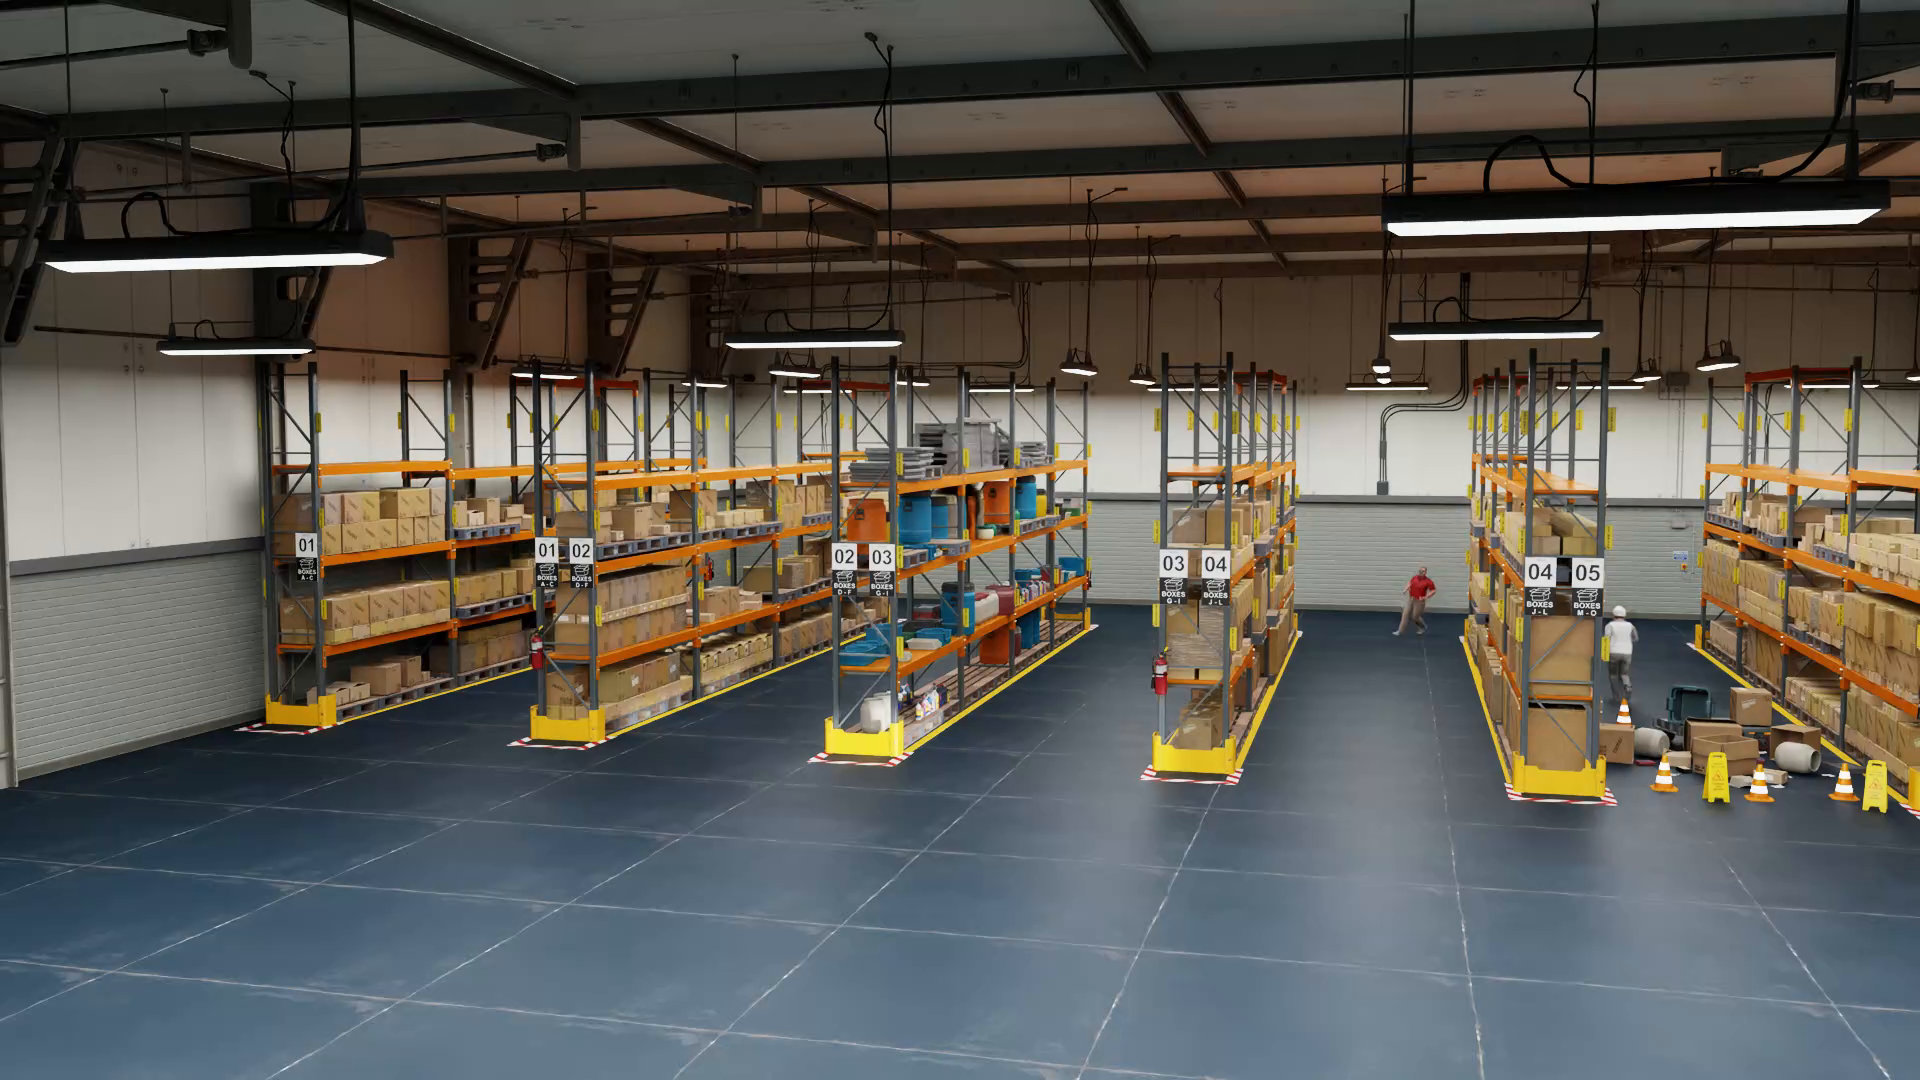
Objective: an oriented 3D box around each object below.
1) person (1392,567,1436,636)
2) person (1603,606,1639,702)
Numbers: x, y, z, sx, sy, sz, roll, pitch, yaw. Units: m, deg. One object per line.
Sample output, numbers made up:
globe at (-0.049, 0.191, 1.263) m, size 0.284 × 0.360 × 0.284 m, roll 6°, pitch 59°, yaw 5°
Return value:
person at (10.694, 1.429, 38.891) m, size 0.843 × 1.634 × 0.841 m, roll -3°, pitch 5°, yaw -37°
person at (11.861, 2.054, 29.843) m, size 0.653 × 1.725 × 0.757 m, roll 0°, pitch 4°, yaw 7°
